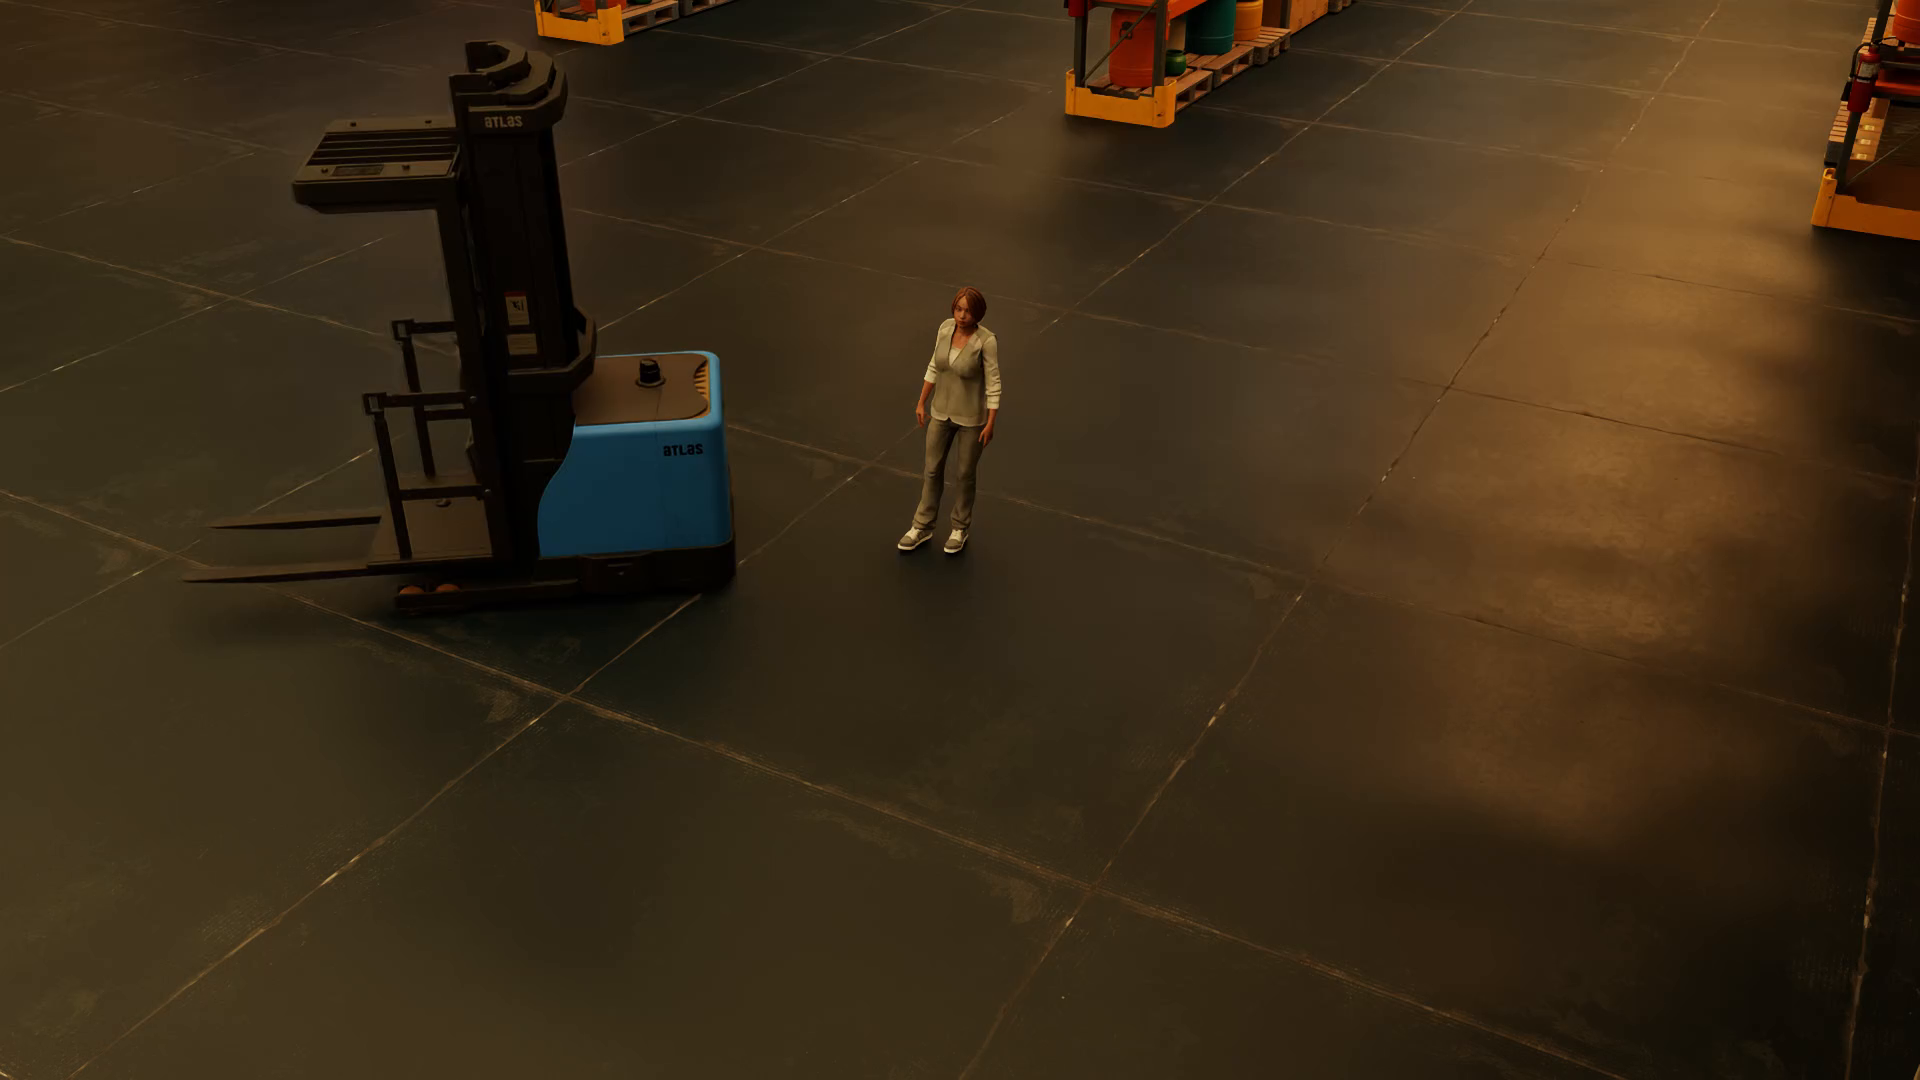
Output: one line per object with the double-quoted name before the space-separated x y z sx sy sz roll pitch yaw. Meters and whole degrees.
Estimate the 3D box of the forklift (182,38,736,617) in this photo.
"forklift" -2.842 -1.125 9.020 3.031 2.935 1.130 -4 30 -7

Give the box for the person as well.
"person" -0.049 -0.669 9.549 0.520 1.599 0.473 15 33 25
